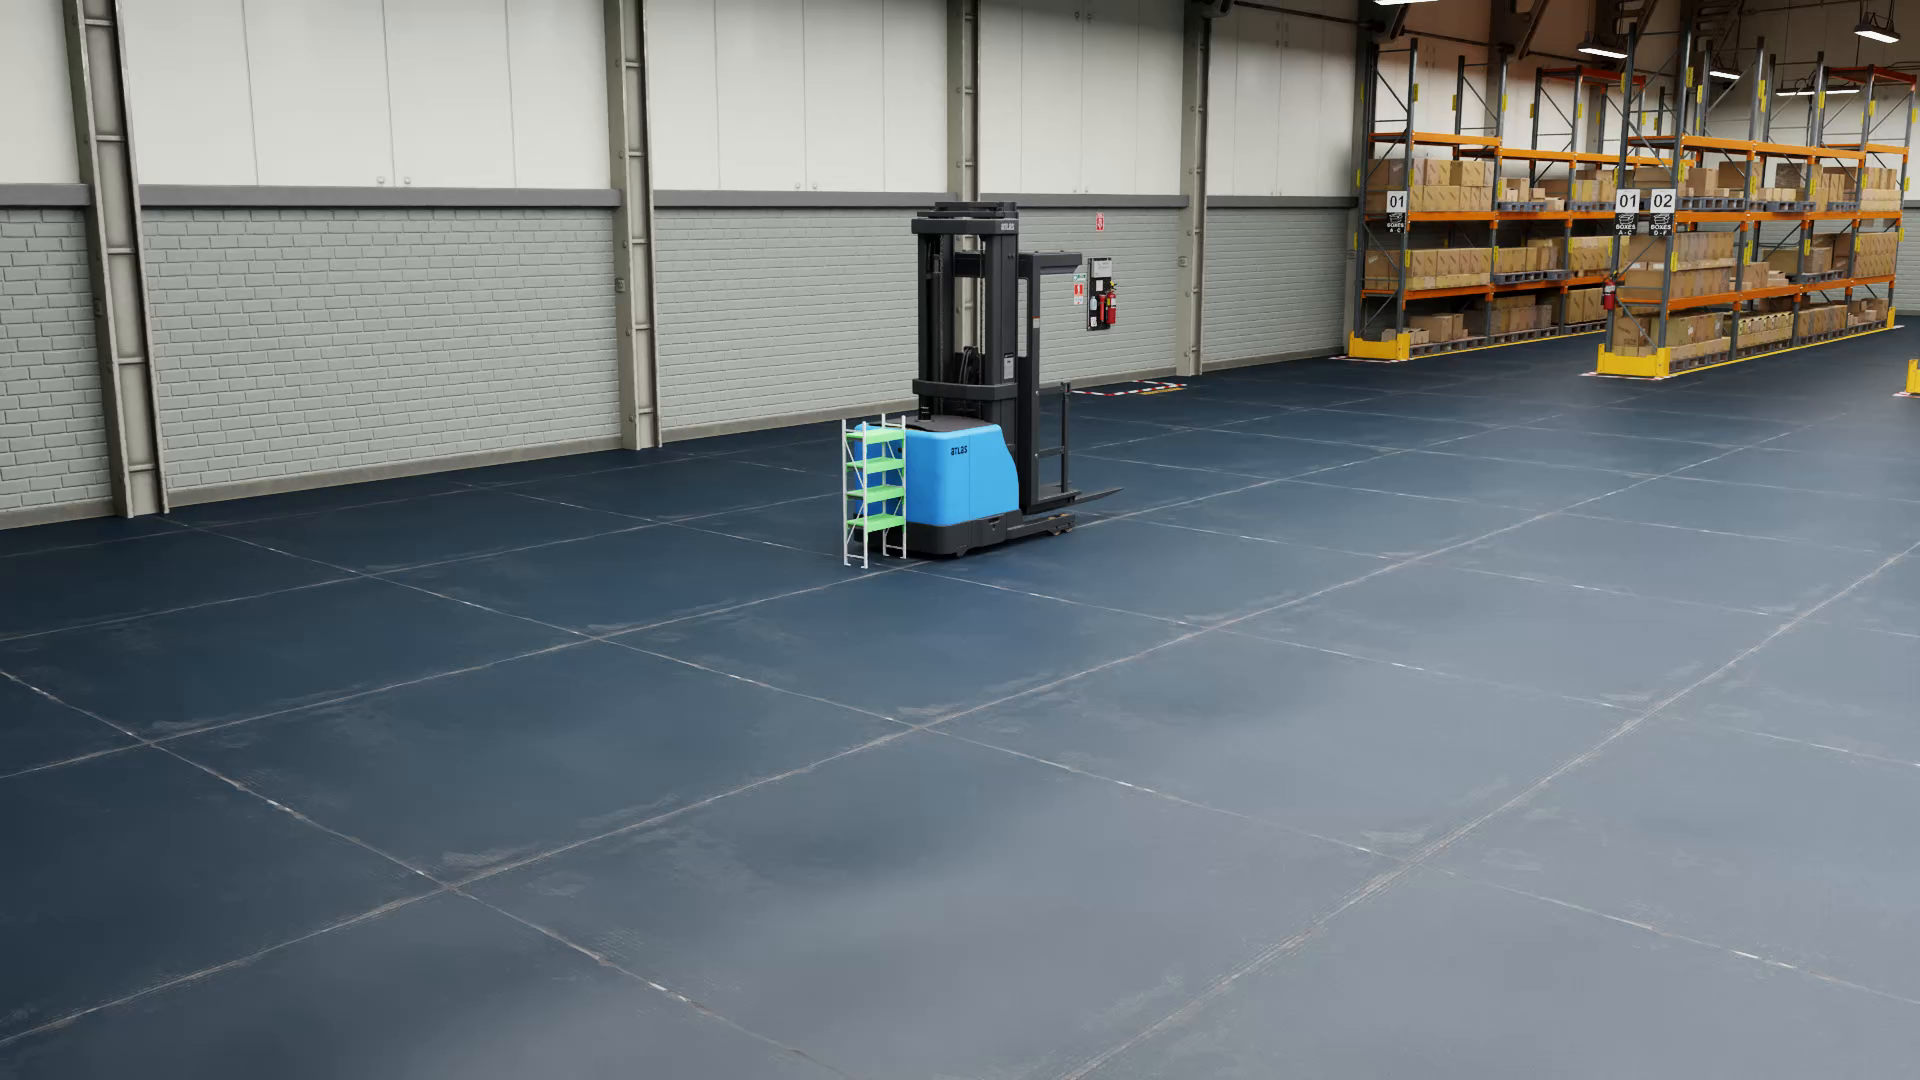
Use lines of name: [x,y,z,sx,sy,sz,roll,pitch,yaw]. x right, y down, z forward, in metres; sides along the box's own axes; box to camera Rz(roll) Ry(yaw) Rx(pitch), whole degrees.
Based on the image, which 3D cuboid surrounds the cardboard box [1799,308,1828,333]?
cardboard box: [18.700,-4.828,36.485,0.500,0.500,0.500,9,14,38]

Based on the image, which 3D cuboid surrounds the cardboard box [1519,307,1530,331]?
cardboard box: [12.274,-4.959,37.142,0.700,0.500,0.500,10,15,40]

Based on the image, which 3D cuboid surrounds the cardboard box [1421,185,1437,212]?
cardboard box: [8.953,-6.664,32.452,0.500,0.500,0.500,-11,16,-44]

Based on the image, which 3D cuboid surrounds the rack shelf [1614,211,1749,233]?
rack shelf: [13.207,-5.815,30.346,1.077,0.370,4.000,10,15,40]

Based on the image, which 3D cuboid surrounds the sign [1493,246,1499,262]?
sign: [11.217,-5.987,34.816,0.100,0.325,0.005,10,15,40]

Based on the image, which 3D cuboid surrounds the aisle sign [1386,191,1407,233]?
aisle sign: [8.341,-6.268,31.798,0.394,0.787,0.004,10,15,40]

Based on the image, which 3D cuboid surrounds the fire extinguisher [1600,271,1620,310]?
fire extinguisher: [11.460,-4.408,29.318,0.296,0.674,0.183,10,15,40]

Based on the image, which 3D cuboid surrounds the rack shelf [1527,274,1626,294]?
rack shelf: [14.765,-6.161,39.737,1.077,0.370,4.000,10,15,40]

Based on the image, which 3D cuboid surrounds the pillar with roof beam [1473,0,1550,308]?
pillar with roof beam: [15.170,-8.526,34.421,9.100,9.000,0.548,10,15,40]

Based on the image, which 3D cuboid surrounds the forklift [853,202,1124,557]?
forklift: [0.392,-1.534,14.908,1.130,2.935,3.031,9,14,38]

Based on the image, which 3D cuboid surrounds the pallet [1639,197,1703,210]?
pallet: [12.373,-5.931,29.315,1.003,0.211,1.213,10,15,40]

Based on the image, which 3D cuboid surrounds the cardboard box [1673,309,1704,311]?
cardboard box: [13.986,-4.189,32.059,0.500,0.500,0.500,10,15,40]

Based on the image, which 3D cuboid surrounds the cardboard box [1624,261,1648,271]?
cardboard box: [11.996,-4.851,29.428,0.380,0.149,0.250,9,15,39]

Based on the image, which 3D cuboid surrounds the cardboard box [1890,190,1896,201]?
cardboard box: [21.971,-8.217,39.642,0.500,0.250,0.500,10,15,40]

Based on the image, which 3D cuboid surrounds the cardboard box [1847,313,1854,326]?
cardboard box: [20.248,-5.099,38.325,0.500,0.311,0.500,10,15,40]

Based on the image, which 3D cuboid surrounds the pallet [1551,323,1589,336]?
pallet: [14.021,-4.959,38.998,1.003,0.211,1.213,10,15,40]

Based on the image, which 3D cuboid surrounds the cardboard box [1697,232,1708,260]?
cardboard box: [13.245,-5.389,30.466,0.700,0.500,0.500,10,15,40]

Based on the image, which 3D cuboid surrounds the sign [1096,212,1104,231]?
sign: [2.275,-5.165,26.992,0.001,0.298,0.199,10,15,40]

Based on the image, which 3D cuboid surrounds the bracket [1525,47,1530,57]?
bracket: [12.477,-10.862,36.931,0.235,0.232,0.430,10,15,40]

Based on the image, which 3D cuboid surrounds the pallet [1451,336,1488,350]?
pallet: [10.387,-4.160,35.002,1.003,0.211,1.213,10,15,40]

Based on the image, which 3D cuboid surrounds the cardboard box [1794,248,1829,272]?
cardboard box: [18.688,-6.155,36.543,0.700,0.500,0.500,6,13,26]

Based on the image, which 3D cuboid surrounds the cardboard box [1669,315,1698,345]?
cardboard box: [13.057,-3.827,30.248,0.500,0.500,0.500,10,15,40]

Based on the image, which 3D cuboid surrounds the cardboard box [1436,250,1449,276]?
cardboard box: [9.384,-5.525,33.131,0.500,0.500,0.500,9,14,39]

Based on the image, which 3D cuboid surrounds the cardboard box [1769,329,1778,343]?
cardboard box: [16.332,-4.179,33.922,0.500,0.250,0.500,10,15,42]

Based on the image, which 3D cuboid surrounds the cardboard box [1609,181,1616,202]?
cardboard box: [15.421,-8.429,40.216,0.700,0.500,0.500,9,14,37]

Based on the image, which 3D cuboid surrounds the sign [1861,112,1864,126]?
sign: [22.041,-10.266,40.547,0.100,0.325,0.005,10,15,40]

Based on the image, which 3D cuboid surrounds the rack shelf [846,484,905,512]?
rack shelf: [-0.703,-0.347,13.710,0.258,0.148,0.480,9,14,38]

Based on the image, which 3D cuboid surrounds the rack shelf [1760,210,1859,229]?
rack shelf: [18.488,-6.992,36.239,1.077,0.370,4.000,10,15,40]

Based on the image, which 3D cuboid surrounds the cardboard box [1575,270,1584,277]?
cardboard box: [14.247,-6.189,38.629,0.380,0.149,0.250,10,15,42]

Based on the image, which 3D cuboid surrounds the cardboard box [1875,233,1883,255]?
cardboard box: [21.351,-6.968,39.133,0.500,0.500,0.500,10,15,42]

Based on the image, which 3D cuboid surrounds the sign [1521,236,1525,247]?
sign: [13.025,-6.859,38.437,0.100,0.325,0.005,10,15,40]

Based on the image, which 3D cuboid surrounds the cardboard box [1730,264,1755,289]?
cardboard box: [15.394,-5.229,32.976,0.500,0.500,0.500,-11,16,-43]

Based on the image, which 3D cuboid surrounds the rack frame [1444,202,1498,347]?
rack frame: [10.804,-5.631,35.247,1.000,3.000,0.127,10,15,40]

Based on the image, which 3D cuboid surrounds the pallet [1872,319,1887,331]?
pallet: [21.873,-5.261,40.512,1.003,0.211,1.213,10,15,40]

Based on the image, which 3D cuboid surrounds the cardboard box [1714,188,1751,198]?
cardboard box: [14.941,-6.684,32.170,0.500,0.250,0.500,-10,15,-42]

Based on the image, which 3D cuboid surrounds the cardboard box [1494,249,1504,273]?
cardboard box: [11.165,-5.966,35.547,0.700,0.500,0.500,10,15,41]

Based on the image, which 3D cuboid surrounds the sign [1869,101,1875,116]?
sign: [20.229,-9.575,36.886,0.100,0.325,0.005,10,15,40]

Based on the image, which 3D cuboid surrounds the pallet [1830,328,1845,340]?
pallet: [19.300,-4.676,37.585,1.003,0.211,1.213,10,15,40]

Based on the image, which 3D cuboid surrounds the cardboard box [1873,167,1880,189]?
cardboard box: [20.863,-8.385,38.566,0.700,0.500,0.500,10,15,40]

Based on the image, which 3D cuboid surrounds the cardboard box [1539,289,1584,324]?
cardboard box: [14.028,-5.463,38.819,0.750,0.750,0.750,10,15,40]

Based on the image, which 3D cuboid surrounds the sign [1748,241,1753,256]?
sign: [16.754,-6.178,35.228,0.100,0.325,0.005,10,15,40]

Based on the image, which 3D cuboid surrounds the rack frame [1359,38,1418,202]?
rack frame: [8.163,-7.985,31.713,1.000,3.000,0.127,10,15,40]

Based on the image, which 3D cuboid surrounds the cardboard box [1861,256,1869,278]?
cardboard box: [20.685,-6.333,38.504,0.500,0.500,0.500,10,15,41]

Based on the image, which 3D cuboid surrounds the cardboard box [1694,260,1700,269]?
cardboard box: [13.156,-4.990,30.123,0.380,0.149,0.250,10,15,40]

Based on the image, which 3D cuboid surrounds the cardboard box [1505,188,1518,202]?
cardboard box: [11.631,-7.425,35.725,0.500,0.311,0.500,10,15,42]

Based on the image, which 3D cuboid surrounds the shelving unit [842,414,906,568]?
shelving unit: [-0.703,-0.409,13.697,0.258,1.200,0.503,9,14,38]

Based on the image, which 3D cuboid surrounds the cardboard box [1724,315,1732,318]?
cardboard box: [15.249,-4.371,33.453,0.500,0.311,0.500,10,15,40]

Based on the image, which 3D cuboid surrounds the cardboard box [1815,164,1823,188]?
cardboard box: [18.134,-7.804,35.656,0.500,0.500,0.500,10,15,40]

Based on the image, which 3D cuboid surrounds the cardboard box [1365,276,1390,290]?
cardboard box: [8.326,-5.073,32.783,0.500,0.250,0.500,10,15,41]

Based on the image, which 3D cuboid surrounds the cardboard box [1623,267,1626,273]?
cardboard box: [16.074,-6.608,40.730,0.380,0.149,0.250,10,15,41]
